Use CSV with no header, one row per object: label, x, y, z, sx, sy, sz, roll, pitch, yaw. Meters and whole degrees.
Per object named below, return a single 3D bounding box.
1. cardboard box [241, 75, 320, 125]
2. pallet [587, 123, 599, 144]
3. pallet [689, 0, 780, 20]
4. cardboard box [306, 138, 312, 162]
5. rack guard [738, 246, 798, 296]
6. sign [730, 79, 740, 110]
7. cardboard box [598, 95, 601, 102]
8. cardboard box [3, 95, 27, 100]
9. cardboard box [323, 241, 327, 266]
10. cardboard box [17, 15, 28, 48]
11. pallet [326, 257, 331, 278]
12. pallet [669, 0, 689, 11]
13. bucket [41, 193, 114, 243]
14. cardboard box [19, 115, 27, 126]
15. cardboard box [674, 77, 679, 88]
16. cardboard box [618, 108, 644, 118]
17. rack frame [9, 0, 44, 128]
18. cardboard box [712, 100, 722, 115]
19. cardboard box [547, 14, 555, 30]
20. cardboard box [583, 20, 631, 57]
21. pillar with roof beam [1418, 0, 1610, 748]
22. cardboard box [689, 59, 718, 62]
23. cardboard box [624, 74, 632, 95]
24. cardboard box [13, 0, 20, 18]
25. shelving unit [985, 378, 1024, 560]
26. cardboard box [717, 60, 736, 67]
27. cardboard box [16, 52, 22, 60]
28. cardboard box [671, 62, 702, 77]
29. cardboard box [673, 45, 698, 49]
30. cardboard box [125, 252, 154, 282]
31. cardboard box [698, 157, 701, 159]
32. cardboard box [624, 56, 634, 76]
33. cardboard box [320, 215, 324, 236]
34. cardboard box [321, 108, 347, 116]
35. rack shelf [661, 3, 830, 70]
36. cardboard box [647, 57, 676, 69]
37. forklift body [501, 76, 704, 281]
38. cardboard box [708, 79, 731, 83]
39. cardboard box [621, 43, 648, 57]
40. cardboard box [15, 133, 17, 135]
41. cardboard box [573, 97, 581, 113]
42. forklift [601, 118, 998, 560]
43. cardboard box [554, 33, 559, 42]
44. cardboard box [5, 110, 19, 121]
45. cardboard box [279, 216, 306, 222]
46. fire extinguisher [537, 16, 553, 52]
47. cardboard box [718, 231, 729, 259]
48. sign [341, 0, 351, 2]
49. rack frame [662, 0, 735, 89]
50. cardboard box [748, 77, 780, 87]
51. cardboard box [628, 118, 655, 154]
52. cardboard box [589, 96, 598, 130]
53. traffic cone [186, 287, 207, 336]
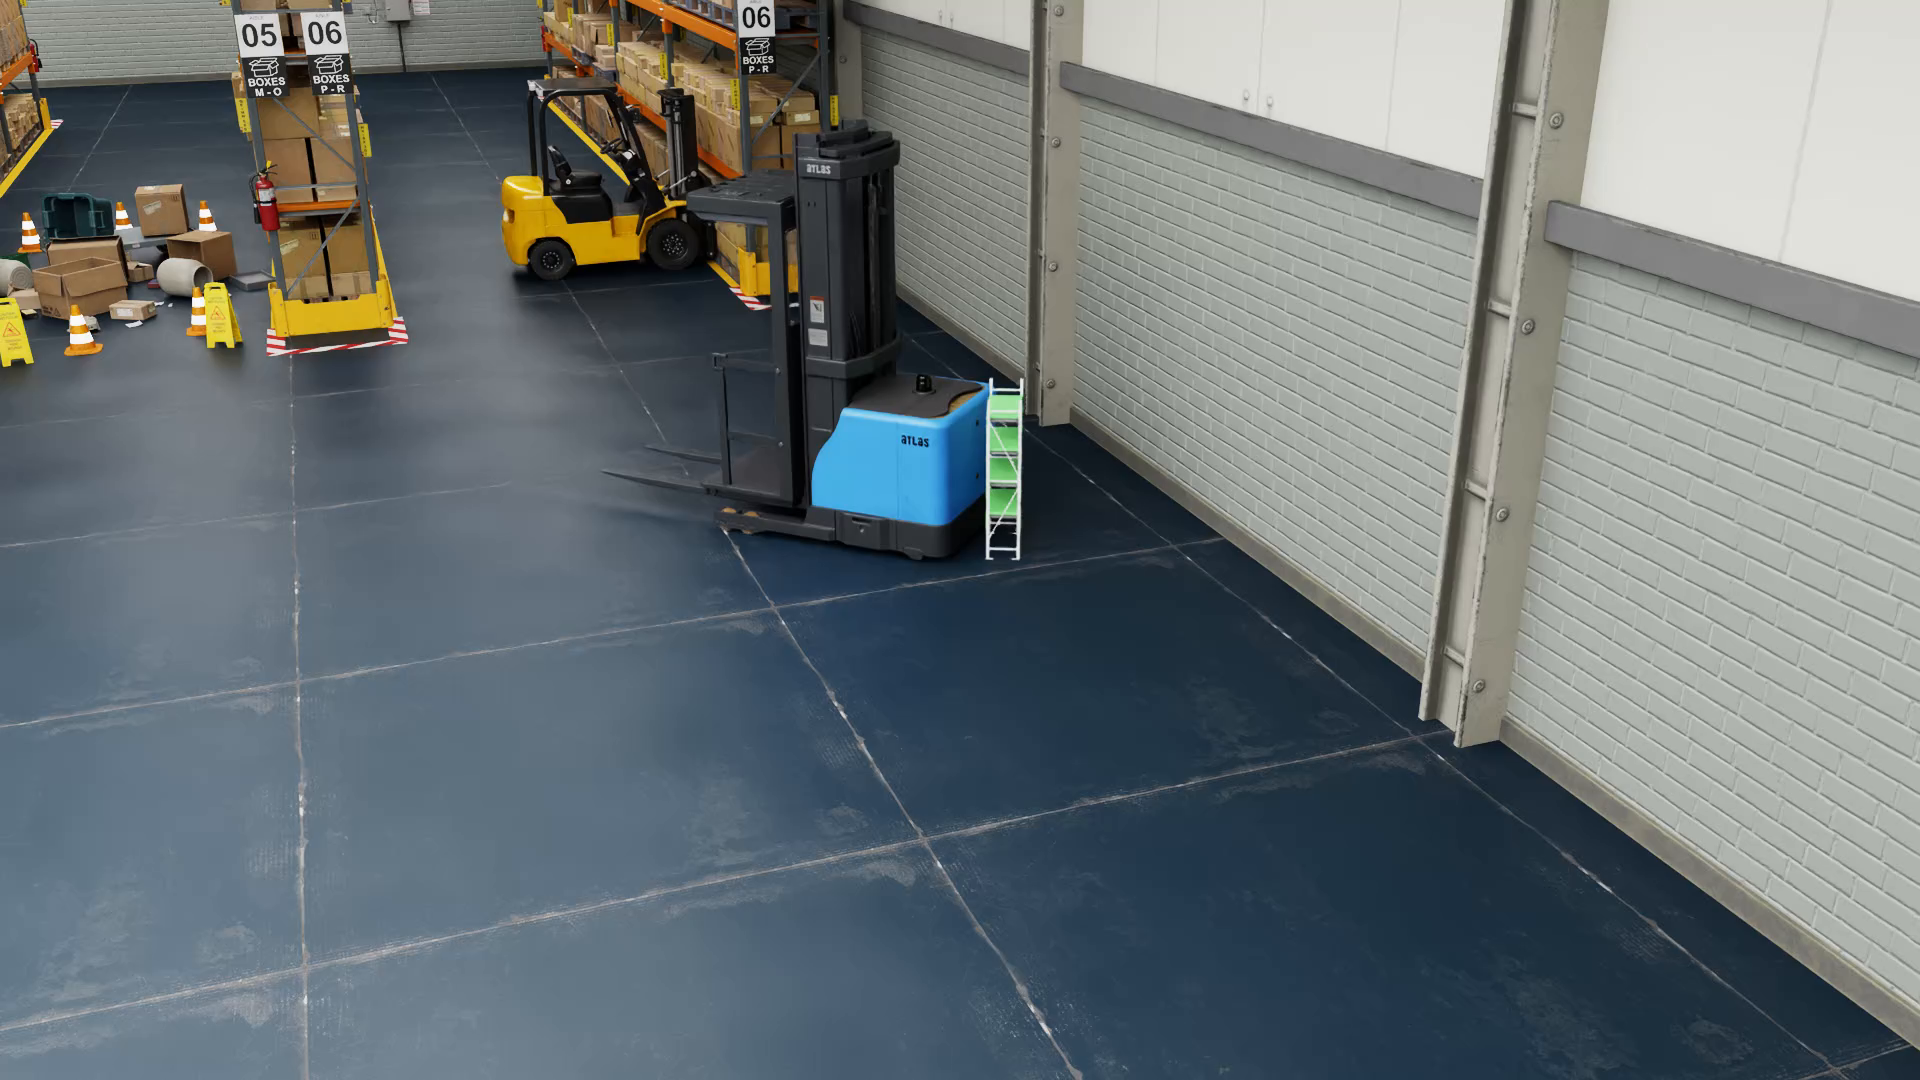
cardboard box,-7.127,-4.579,17.453,0.700,0.500,0.500,-8,24,-18
pallet,-5.845,-7.062,28.733,1.003,0.211,1.213,-8,24,-19
pallet,-2.589,-6.323,19.642,1.003,0.211,1.213,-8,24,-19
cardboard box,-7.528,-4.489,18.526,0.500,0.500,0.500,-8,24,-18
rack guard,-1.920,-3.116,19.000,1.175,0.500,0.348,-8,24,-19
sign,-2.441,-4.850,18.100,0.100,0.325,0.005,-8,24,-19
cardboard box,-5.855,-7.436,27.872,0.380,0.149,0.250,-8,24,-19
cardboard box,-16.359,-7.590,28.759,0.380,0.149,0.250,-8,24,-18
cardboard box,-7.639,-3.338,19.308,0.500,0.250,0.500,-9,24,-20
cardboard box,-16.419,-8.748,28.630,0.500,0.500,0.500,-8,24,-18
pallet,-7.279,-3.080,19.285,1.003,0.211,1.213,-8,24,-19
pallet,-3.016,-6.765,20.692,1.003,0.211,1.213,-8,24,-19
bucket,-10.374,-3.791,19.640,0.726,0.611,0.620,0,13,-1
cardboard box,-15.788,-6.990,27.718,0.380,0.149,0.250,-8,24,-18
cardboard box,-3.475,-5.924,21.478,0.380,0.149,0.250,-9,24,-20
cardboard box,-5.166,-6.669,26.053,0.380,0.149,0.250,-10,25,-22
rack frame,-16.818,-8.692,29.011,1.000,3.000,0.127,-8,24,-19
cardboard box,-2.681,-5.083,19.484,0.380,0.149,0.250,-9,25,-21
cardboard box,-7.494,-9.774,31.387,0.500,0.250,0.500,-8,24,-18
cardboard box,-5.746,-8.197,27.167,0.700,0.500,0.500,-8,24,-19
pillar with roof beam,-1.120,-2.467,6.518,9.100,9.000,0.400,-8,24,-19
cardboard box,-3.508,-6.518,22.889,0.380,0.149,0.250,-9,24,-20
cardboard box,-4.654,-6.737,24.564,0.500,0.250,0.500,-9,24,-20
cardboard box,-16.424,-9.204,28.426,0.500,0.500,0.500,-9,24,-20
shelving unit,0.321,-0.507,11.907,0.258,1.200,0.503,1,23,3
cardboard box,-2.946,-6.138,21.604,0.380,0.149,0.250,-8,24,-19
cardboard box,-16.171,-8.223,28.221,0.380,0.149,0.250,-8,24,-18
cardboard box,-3.507,-6.056,21.409,0.380,0.149,0.250,-8,24,-18
cardboard box,-4.067,-7.177,24.451,0.380,0.149,0.250,-9,24,-20
cardboard box,-9.704,-3.198,19.495,0.396,0.266,0.258,12,26,27
cardboard box,-3.464,-4.899,21.723,0.500,0.250,0.500,-9,24,-20
cardboard box,-4.651,-6.968,24.470,0.500,0.250,0.500,-8,24,-17
cardboard box,-7.646,-3.687,19.170,0.500,0.500,0.500,-7,24,-16
cardboard box,-7.033,-4.544,18.658,0.500,0.500,0.500,-9,24,-20
rack shelf,-2.635,-6.054,19.817,1.077,0.370,4.000,-8,24,-19
cardboard box,-4.149,-6.629,23.153,0.380,0.149,0.250,-8,24,-19
forklift body,-4.305,-4.325,19.741,2.313,2.155,1.214,-8,24,-19
cardboard box,-2.800,-5.417,19.893,0.380,0.149,0.250,-8,24,-18
cardboard box,-4.822,-7.276,24.686,0.380,0.149,0.250,-8,24,-18
cardboard box,-15.464,-6.475,26.880,0.380,0.149,0.250,-8,24,-19
cardboard box,-6.765,-7.863,30.022,0.396,0.266,0.258,-7,24,-17
forklift,-1.281,-1.568,12.195,3.031,2.935,1.130,10,25,22
cardboard box,-7.313,-9.343,30.878,0.380,0.149,0.250,-9,24,-20
cardboard box,-15.637,-6.935,27.206,0.380,0.149,0.250,-8,24,-18
cardboard box,-7.290,-3.545,17.998,0.380,0.149,0.250,-8,24,-17
fire extinguisher,-8.065,-9.873,32.393,0.296,0.674,0.183,-8,24,-19
cardboard box,-2.557,-3.513,19.722,0.500,0.250,0.500,-8,24,-19
sign,-6.063,-5.454,16.341,0.100,0.325,0.005,-8,24,-19
rack frame,-3.342,-5.730,21.984,1.000,3.000,0.127,-8,24,-19
cardboard box,-2.367,-5.476,20.034,0.380,0.149,0.250,-8,24,-19
cardboard box,-4.547,-6.055,25.270,0.875,0.625,0.625,-8,24,-17
cardboard box,-6.010,-7.280,28.338,0.500,0.500,0.500,-9,24,-20
traffic cone,-7.930,-2.405,17.360,0.336,0.463,0.334,-8,24,-19
